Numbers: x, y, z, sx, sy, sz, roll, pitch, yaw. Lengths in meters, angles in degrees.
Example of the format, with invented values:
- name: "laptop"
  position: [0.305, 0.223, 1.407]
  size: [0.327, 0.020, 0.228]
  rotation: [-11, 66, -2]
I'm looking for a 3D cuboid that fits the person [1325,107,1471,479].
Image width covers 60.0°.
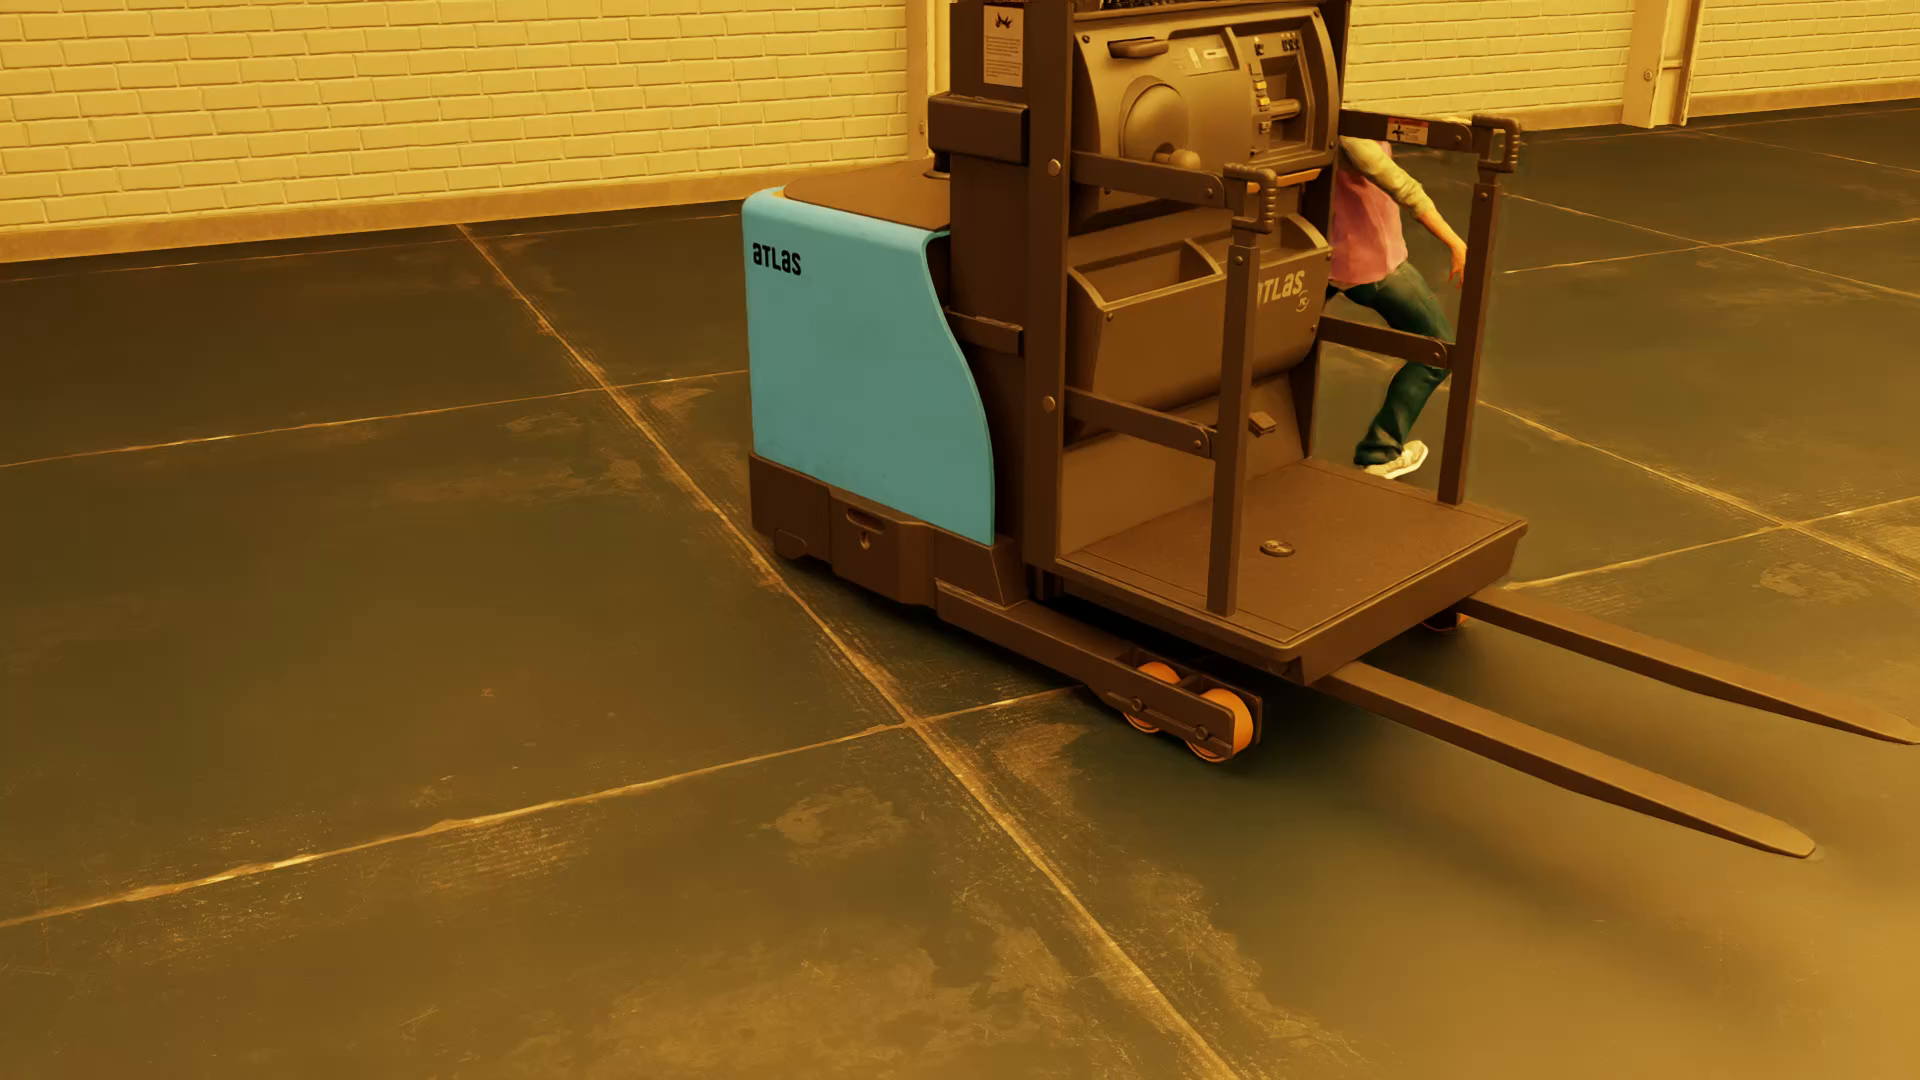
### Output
- name: "person"
  position: [1.298, -0.871, 5.305]
  size: [0.790, 1.420, 0.729]
  rotation: [-18, 29, -37]

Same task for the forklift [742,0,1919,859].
- name: "forklift"
  position: [0.759, -1.061, 3.841]
  size: [1.130, 2.935, 3.031]
  rotation: [-21, 30, -40]
